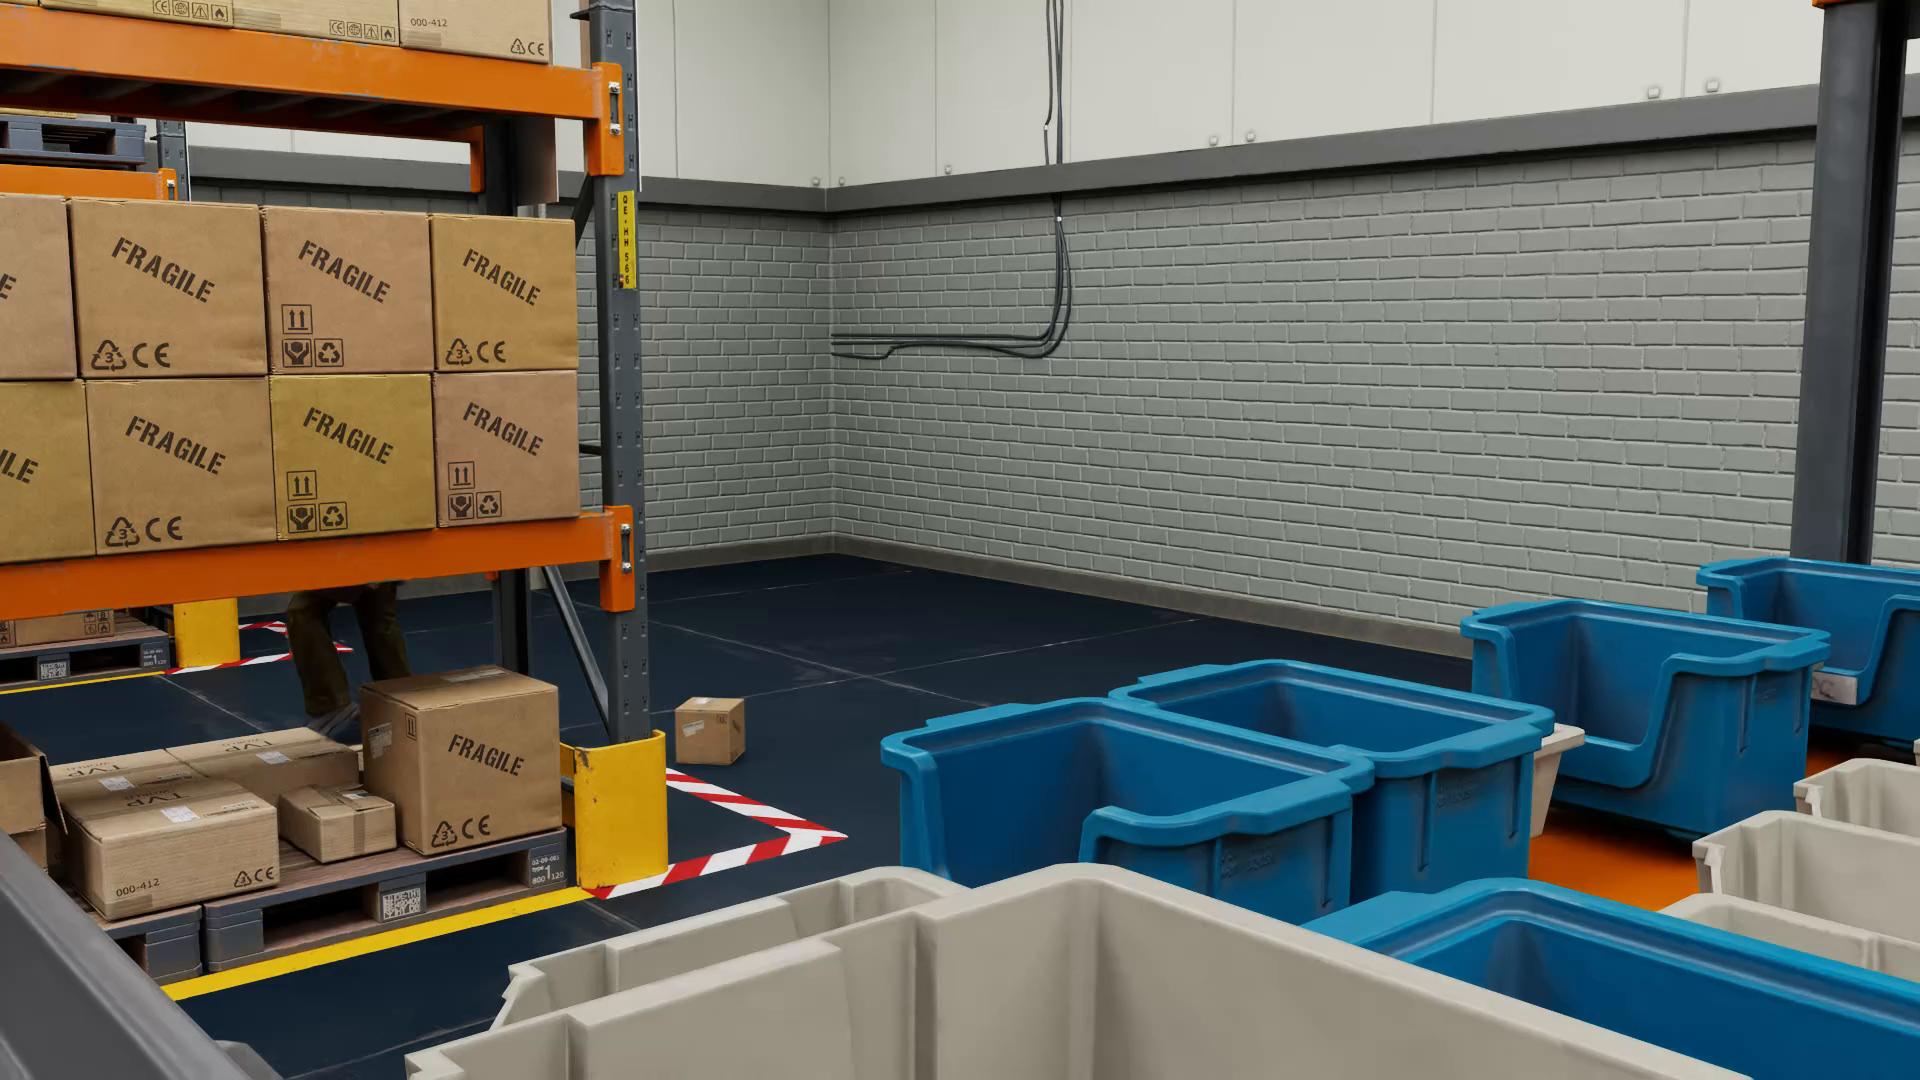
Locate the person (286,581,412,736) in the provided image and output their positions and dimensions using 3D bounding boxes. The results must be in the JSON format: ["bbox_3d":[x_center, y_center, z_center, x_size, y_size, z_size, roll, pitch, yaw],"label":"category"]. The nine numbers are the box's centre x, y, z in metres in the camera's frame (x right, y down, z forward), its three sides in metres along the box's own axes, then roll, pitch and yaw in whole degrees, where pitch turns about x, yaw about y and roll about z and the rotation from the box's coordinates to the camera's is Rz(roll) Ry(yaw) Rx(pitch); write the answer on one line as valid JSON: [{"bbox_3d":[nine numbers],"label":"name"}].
[{"bbox_3d":[-2.877,0.070,7.892,0.560,1.844,0.576,1,7,5],"label":"person"}]
